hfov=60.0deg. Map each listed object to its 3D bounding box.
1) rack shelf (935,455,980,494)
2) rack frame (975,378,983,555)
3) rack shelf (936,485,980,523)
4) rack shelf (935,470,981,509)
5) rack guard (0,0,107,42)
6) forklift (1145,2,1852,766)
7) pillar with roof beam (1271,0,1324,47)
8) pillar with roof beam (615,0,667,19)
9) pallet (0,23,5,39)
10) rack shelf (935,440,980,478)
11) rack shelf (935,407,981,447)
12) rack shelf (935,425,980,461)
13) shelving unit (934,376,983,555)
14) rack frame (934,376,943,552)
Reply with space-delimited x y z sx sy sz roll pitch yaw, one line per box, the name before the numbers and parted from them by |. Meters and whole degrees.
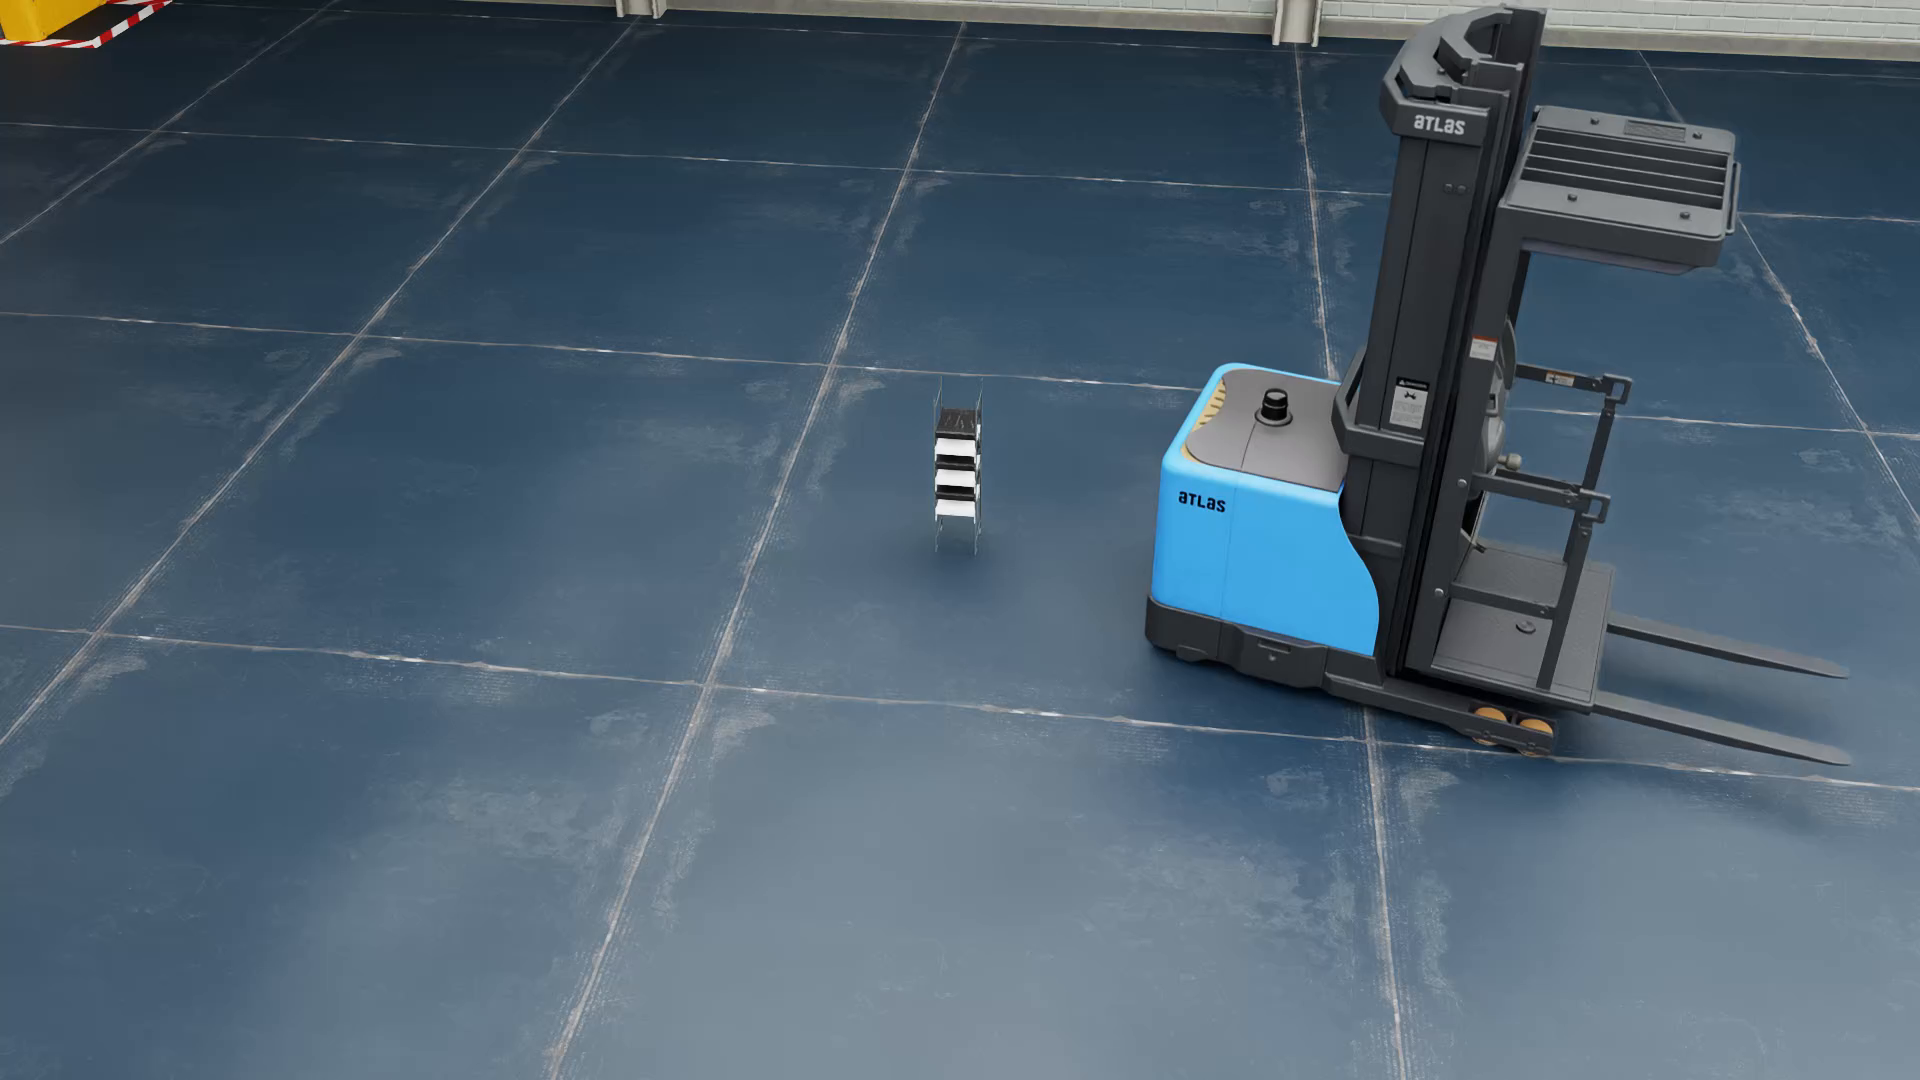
rack shelf | -0.008 -0.340 8.366 0.200 0.077 0.258 4 36 6
rack frame | 0.093 -0.359 8.336 0.006 0.900 0.240 4 36 6
rack shelf | -0.008 -0.193 8.470 0.200 0.077 0.258 4 36 6
rack shelf | -0.008 -0.267 8.418 0.200 0.077 0.258 4 36 6
rack guard | -8.311 -4.993 15.173 0.348 0.500 1.175 4 36 6
forklift | 2.440 -0.596 6.919 3.031 2.935 1.130 14 38 18
pillar with roof beam | 2.444 -5.657 8.787 0.400 9.000 9.100 4 36 6
pillar with roof beam | -3.508 -6.101 9.409 0.400 9.000 9.100 4 36 6
pallet | -9.098 -4.910 15.305 1.213 0.211 1.003 4 36 6
rack shelf | -0.008 -0.413 8.314 0.200 0.077 0.258 4 36 6
rack shelf | -0.008 -0.560 8.209 0.200 0.077 0.258 4 36 6
rack shelf | -0.008 -0.486 8.261 0.200 0.077 0.258 4 36 6
shelving unit | -0.008 -0.367 8.346 0.210 0.900 0.258 4 36 6
rack frame | -0.109 -0.374 8.357 0.006 0.900 0.240 4 36 6
